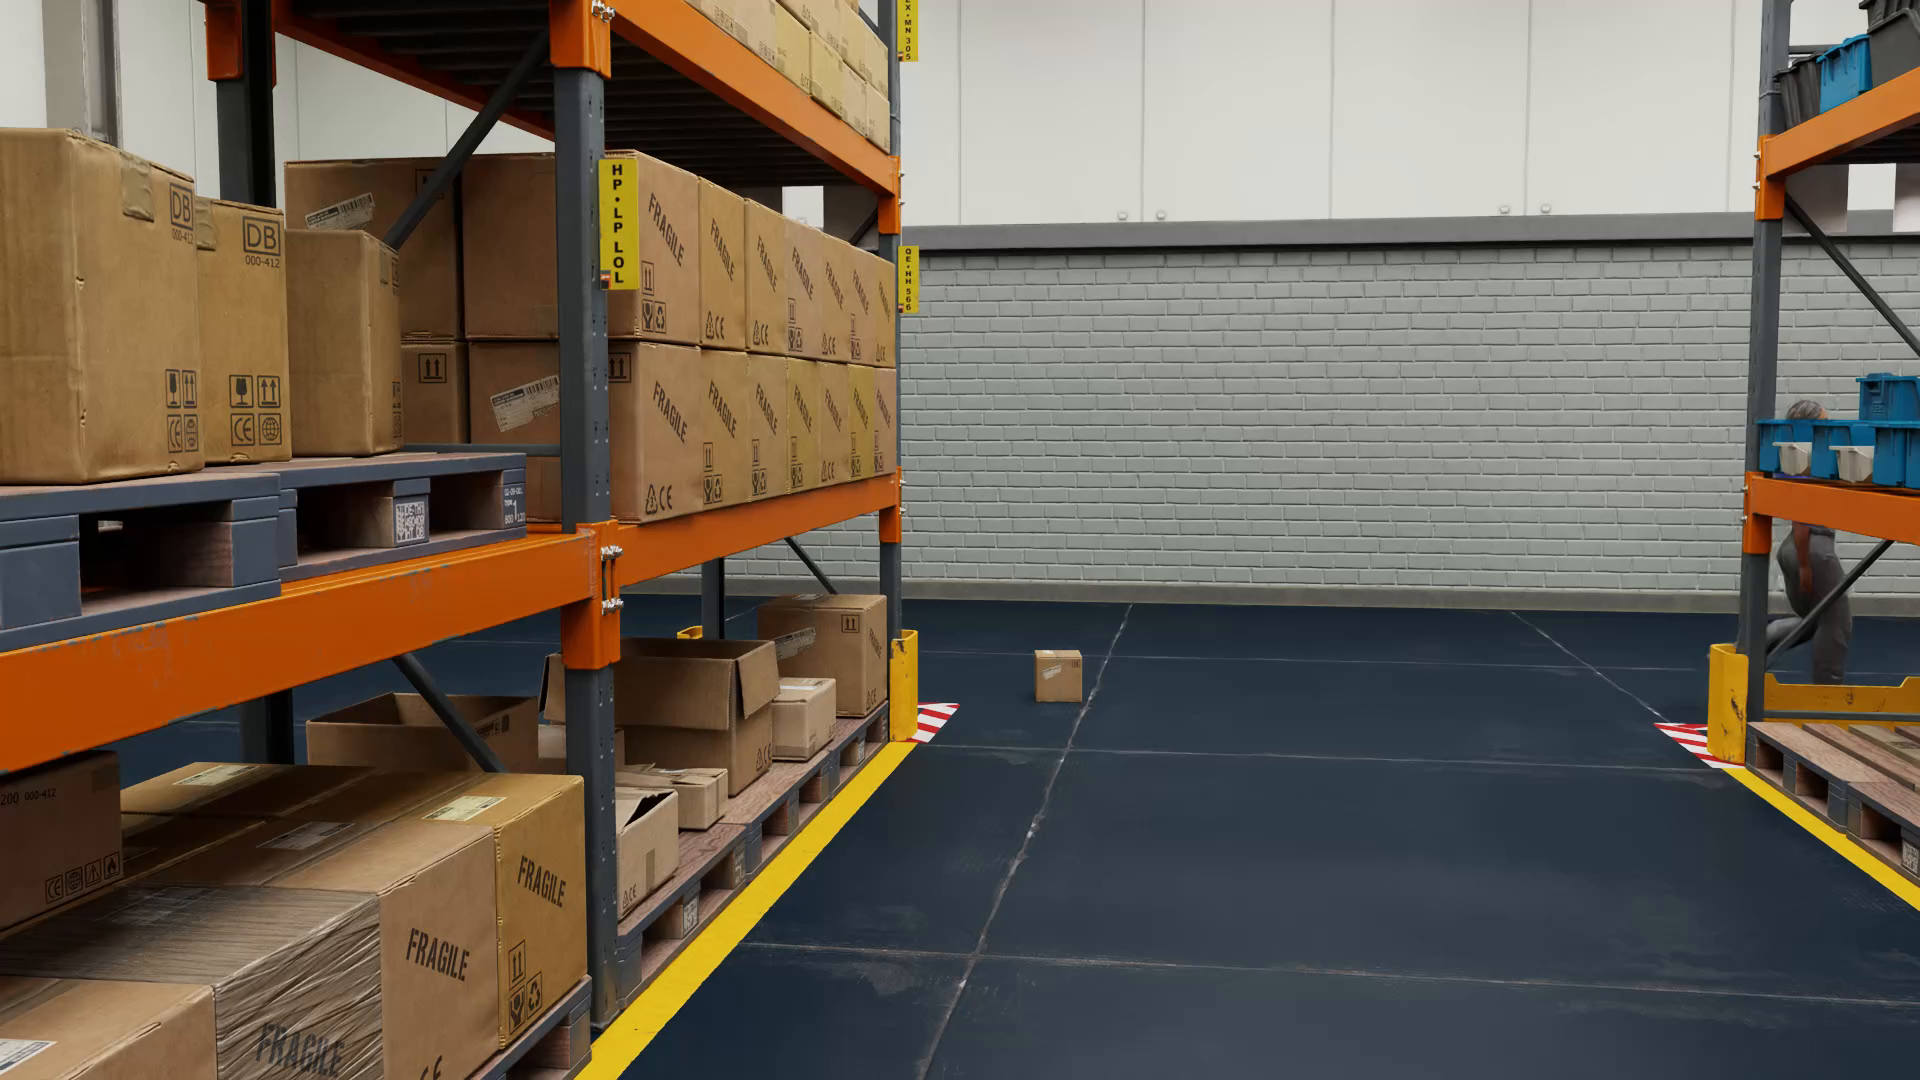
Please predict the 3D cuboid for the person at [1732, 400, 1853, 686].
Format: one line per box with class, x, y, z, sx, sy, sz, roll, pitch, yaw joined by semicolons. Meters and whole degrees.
person;4.382;0.088;8.680;0.739;1.630;0.452;2;5;19
